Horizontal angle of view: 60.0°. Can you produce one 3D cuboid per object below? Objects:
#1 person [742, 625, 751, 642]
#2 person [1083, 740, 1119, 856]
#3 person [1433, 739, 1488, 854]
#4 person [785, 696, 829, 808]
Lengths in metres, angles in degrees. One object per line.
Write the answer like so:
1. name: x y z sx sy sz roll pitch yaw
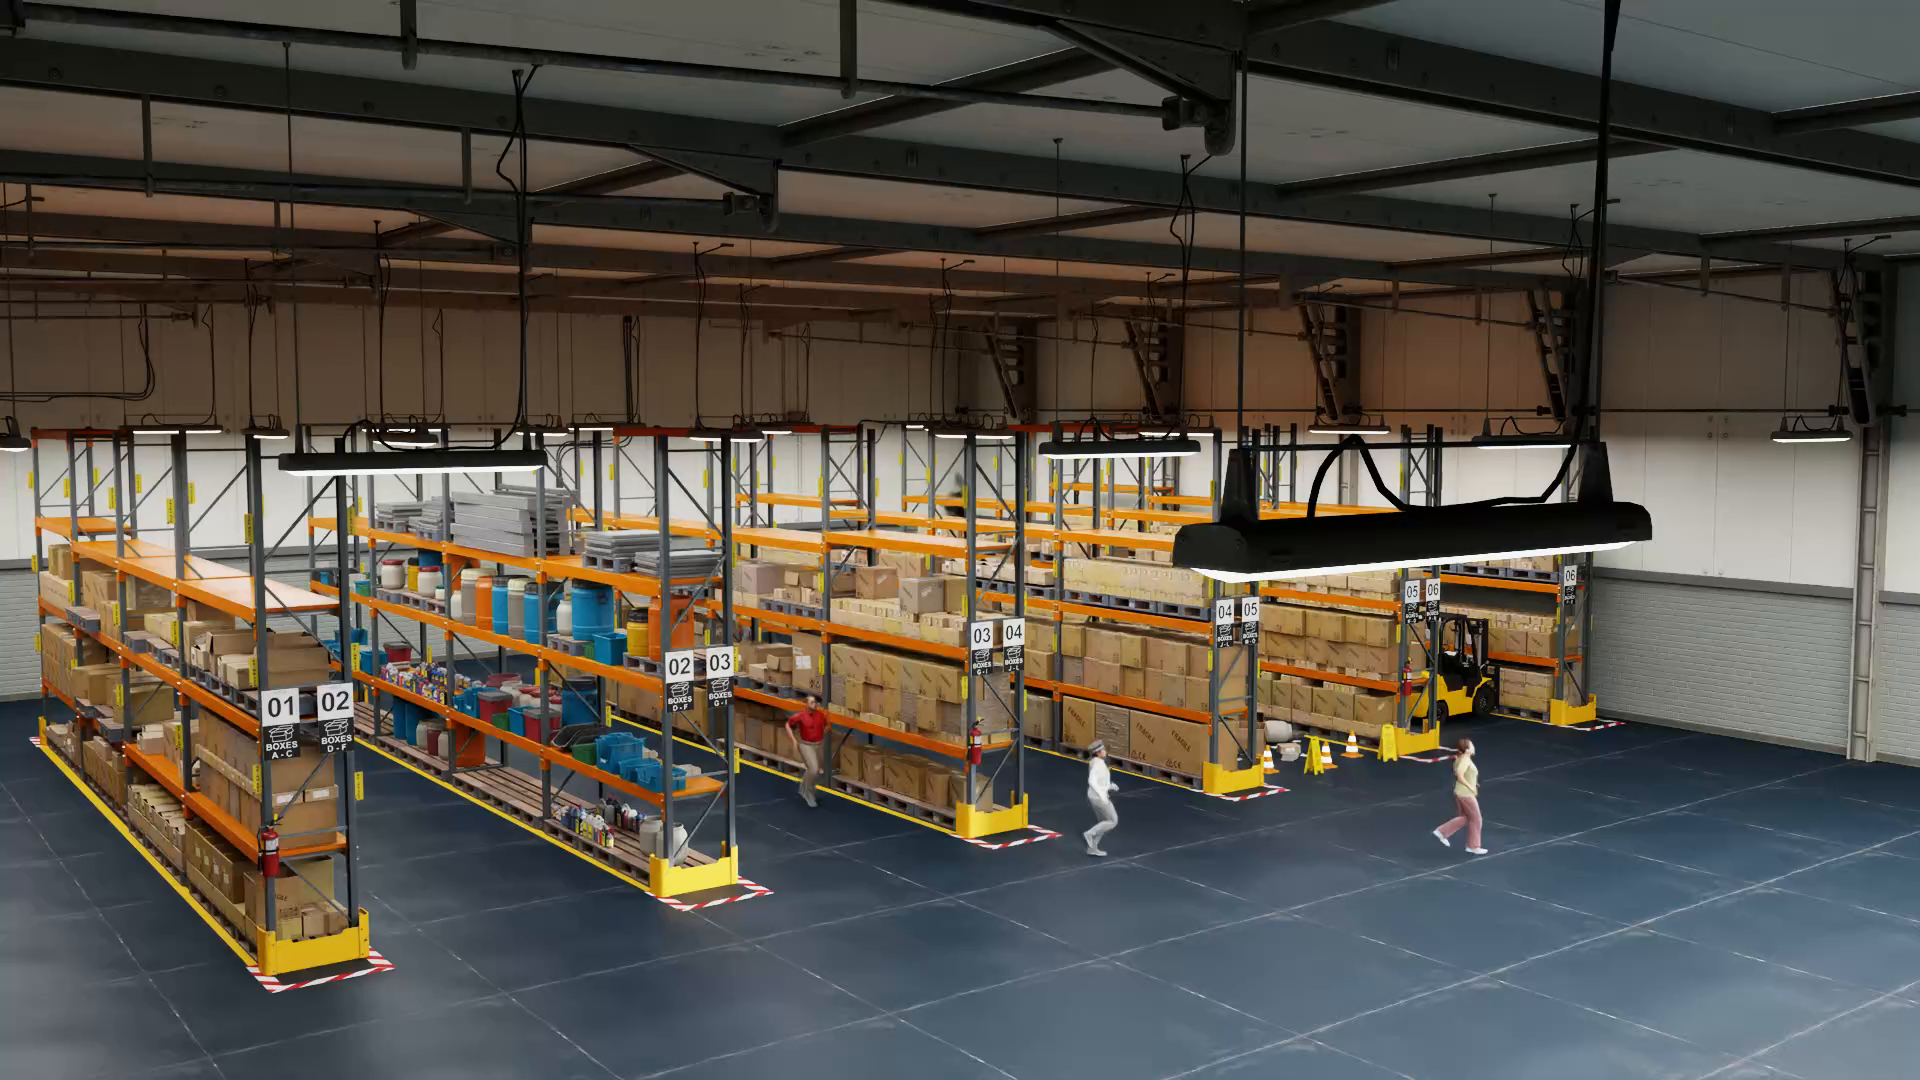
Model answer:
1. person: -5.328 2.285 41.766 0.565 1.537 0.553 -3 5 -34
2. person: 2.022 3.658 23.610 0.506 1.661 0.611 -1 5 -7
3. person: 7.155 3.647 23.690 0.763 1.661 0.592 0 4 2
4. person: -2.388 3.390 26.666 0.768 1.798 0.631 4 6 43
